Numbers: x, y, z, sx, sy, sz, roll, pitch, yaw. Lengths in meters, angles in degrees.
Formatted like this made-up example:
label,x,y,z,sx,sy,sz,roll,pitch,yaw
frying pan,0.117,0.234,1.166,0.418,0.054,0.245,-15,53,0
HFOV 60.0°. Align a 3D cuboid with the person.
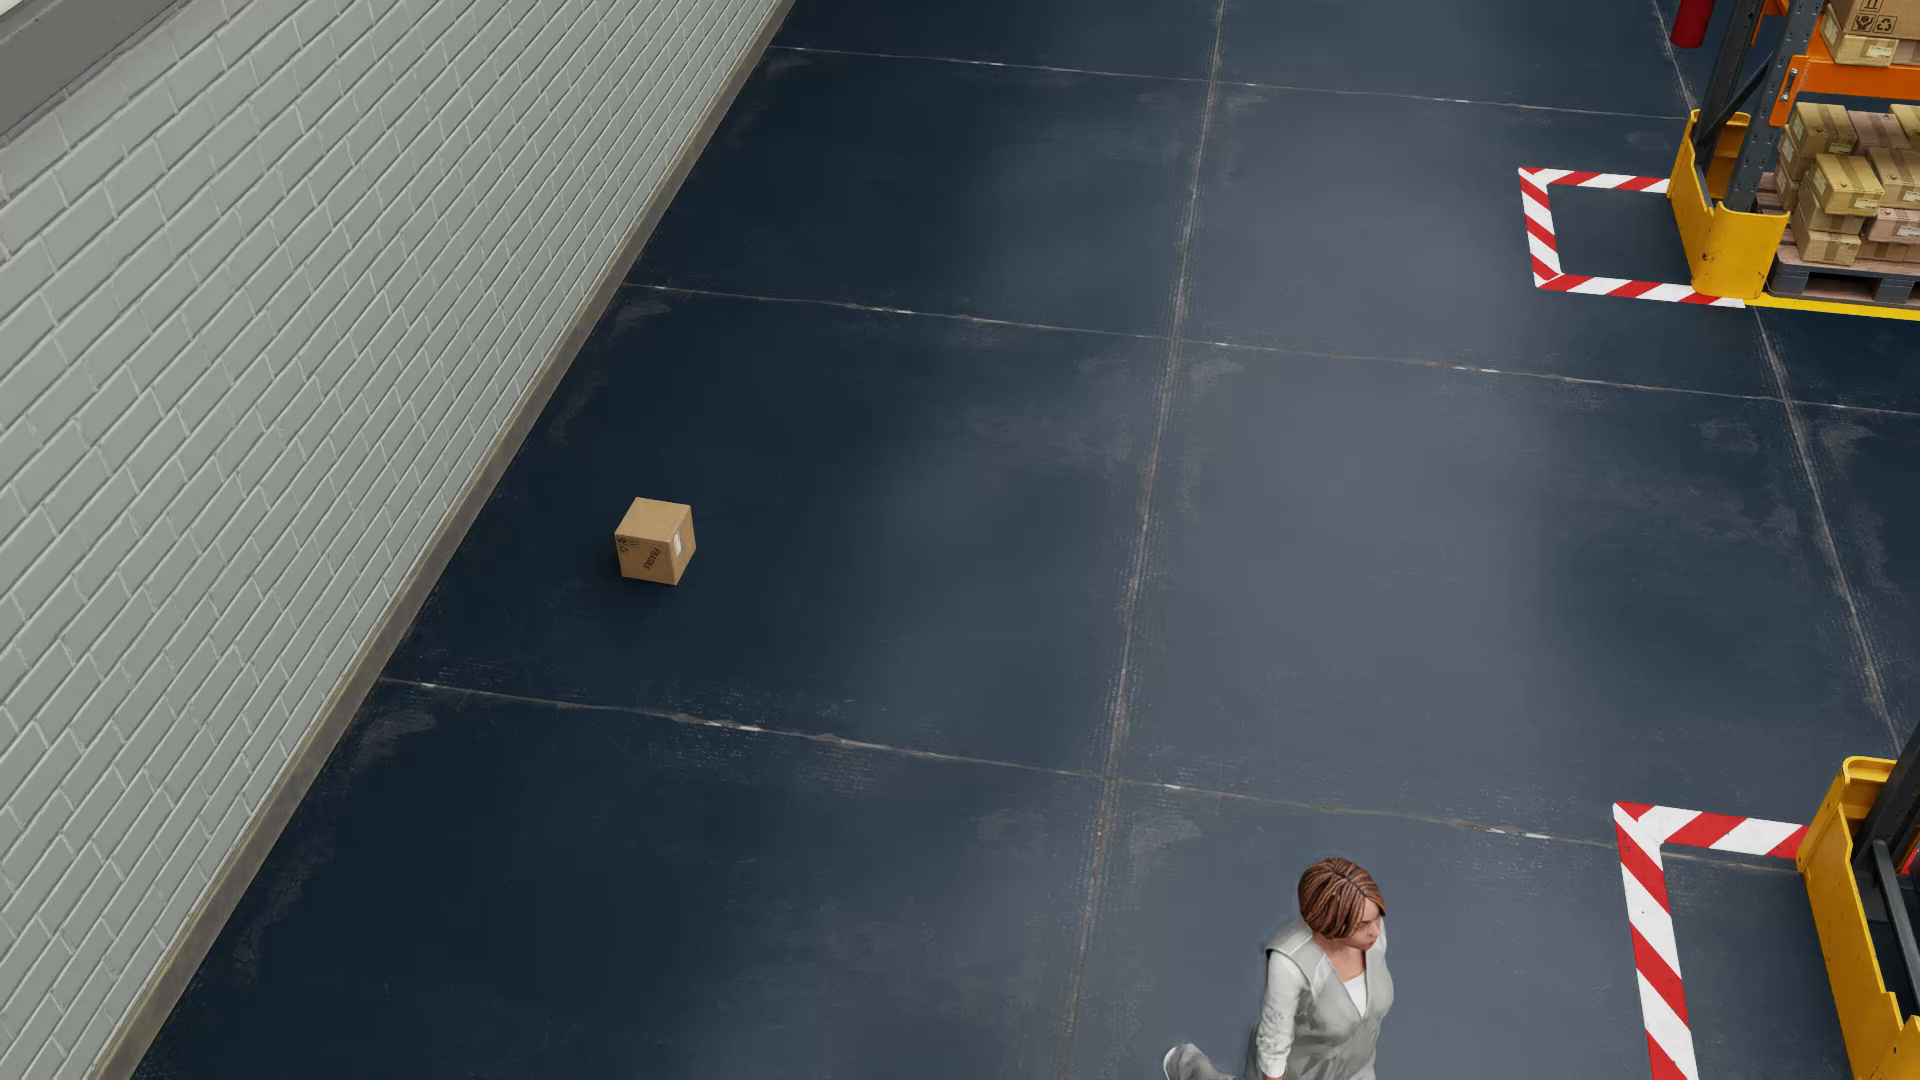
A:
label,x,y,z,sx,sy,sz,roll,pitch,yaw
person,0.951,1.183,4.321,0.407,0.936,0.320,-20,45,-22
